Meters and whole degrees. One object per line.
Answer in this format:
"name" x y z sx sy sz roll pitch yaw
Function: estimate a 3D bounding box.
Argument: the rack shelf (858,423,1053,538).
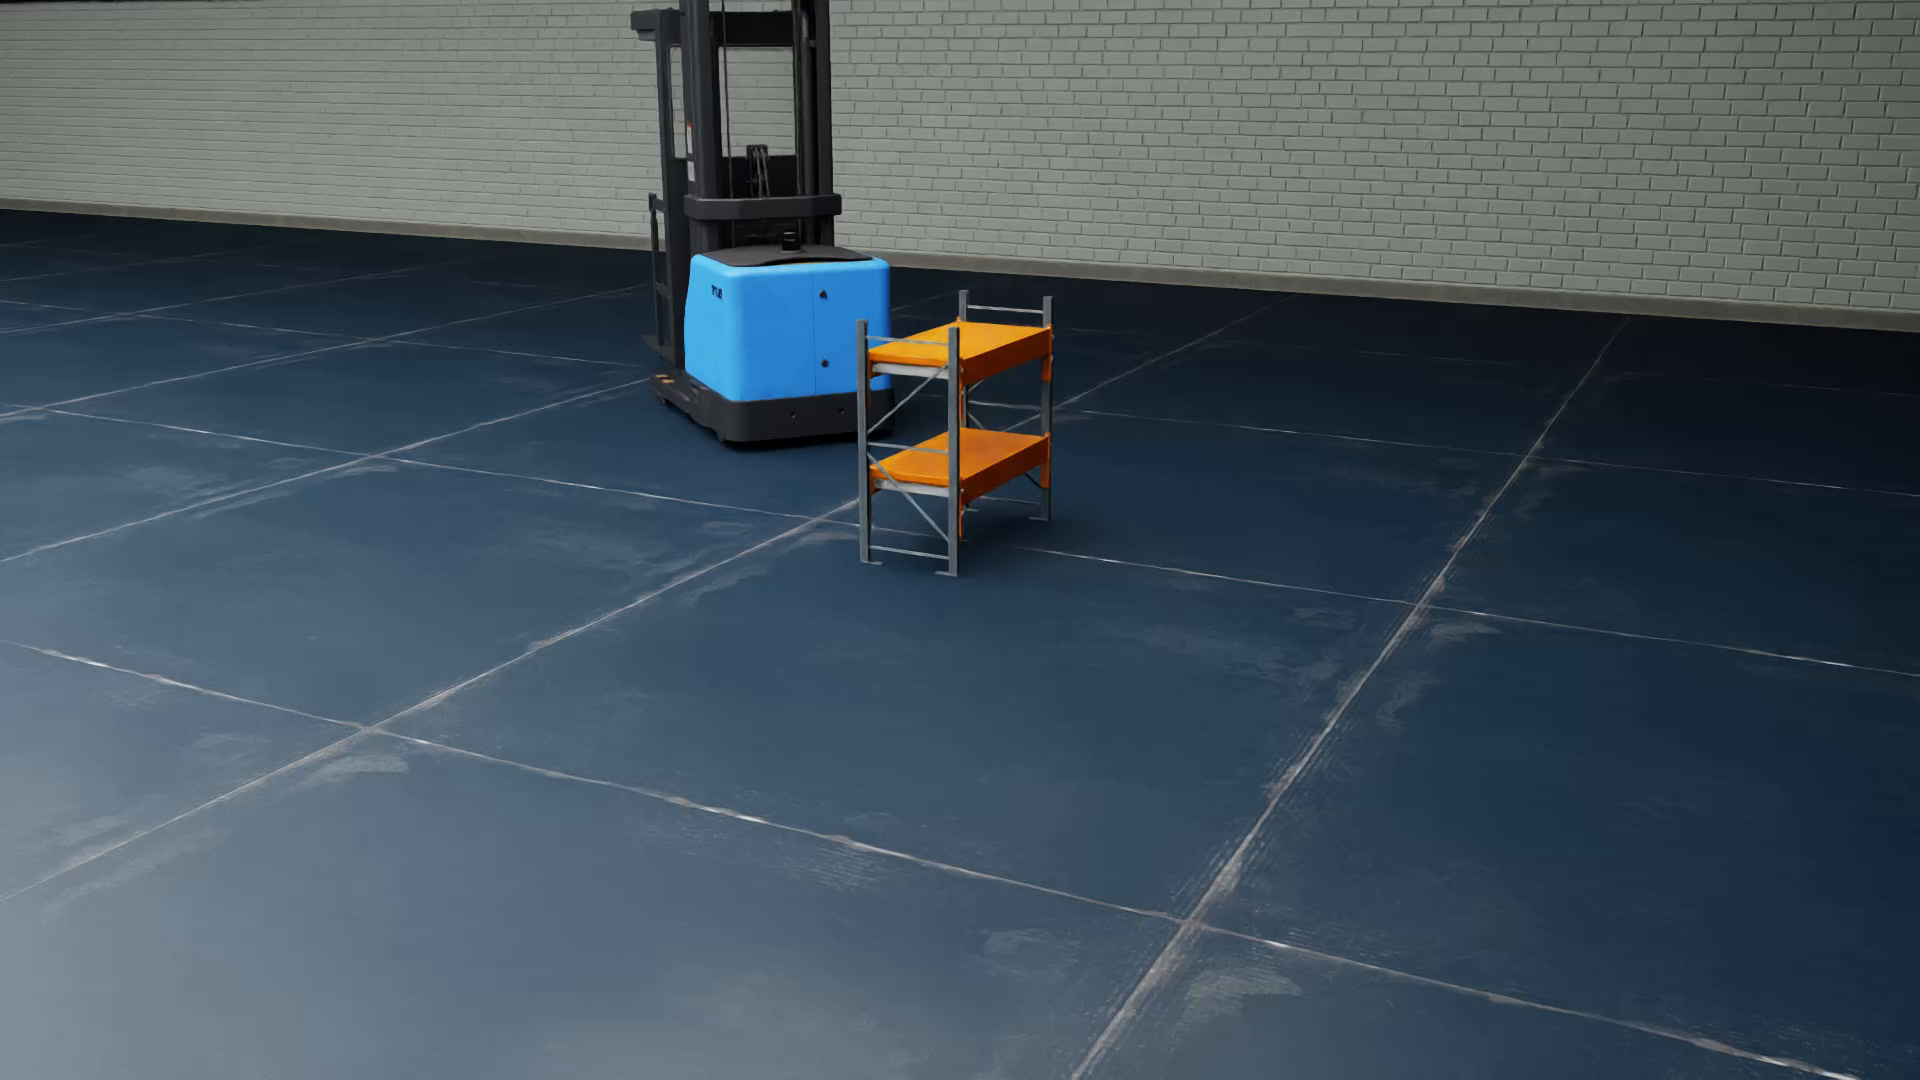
"rack shelf" -0.003 -0.303 7.928 0.538 0.278 1.000 8 18 25

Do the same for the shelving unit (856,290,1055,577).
"shelving unit" -0.003 -0.537 7.858 0.538 1.125 1.048 8 18 25

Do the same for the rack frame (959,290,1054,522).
"rack frame" 0.224 -0.667 8.294 0.500 1.125 0.032 8 18 25

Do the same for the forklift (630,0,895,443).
"forklift" -1.451 -2.353 10.797 1.130 2.935 3.031 -7 18 -23

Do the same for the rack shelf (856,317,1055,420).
"rack shelf" -0.003 -0.818 7.775 0.538 0.278 1.000 8 18 25

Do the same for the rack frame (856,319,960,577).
"rack frame" -0.230 -0.408 7.422 0.500 1.125 0.032 8 18 25
